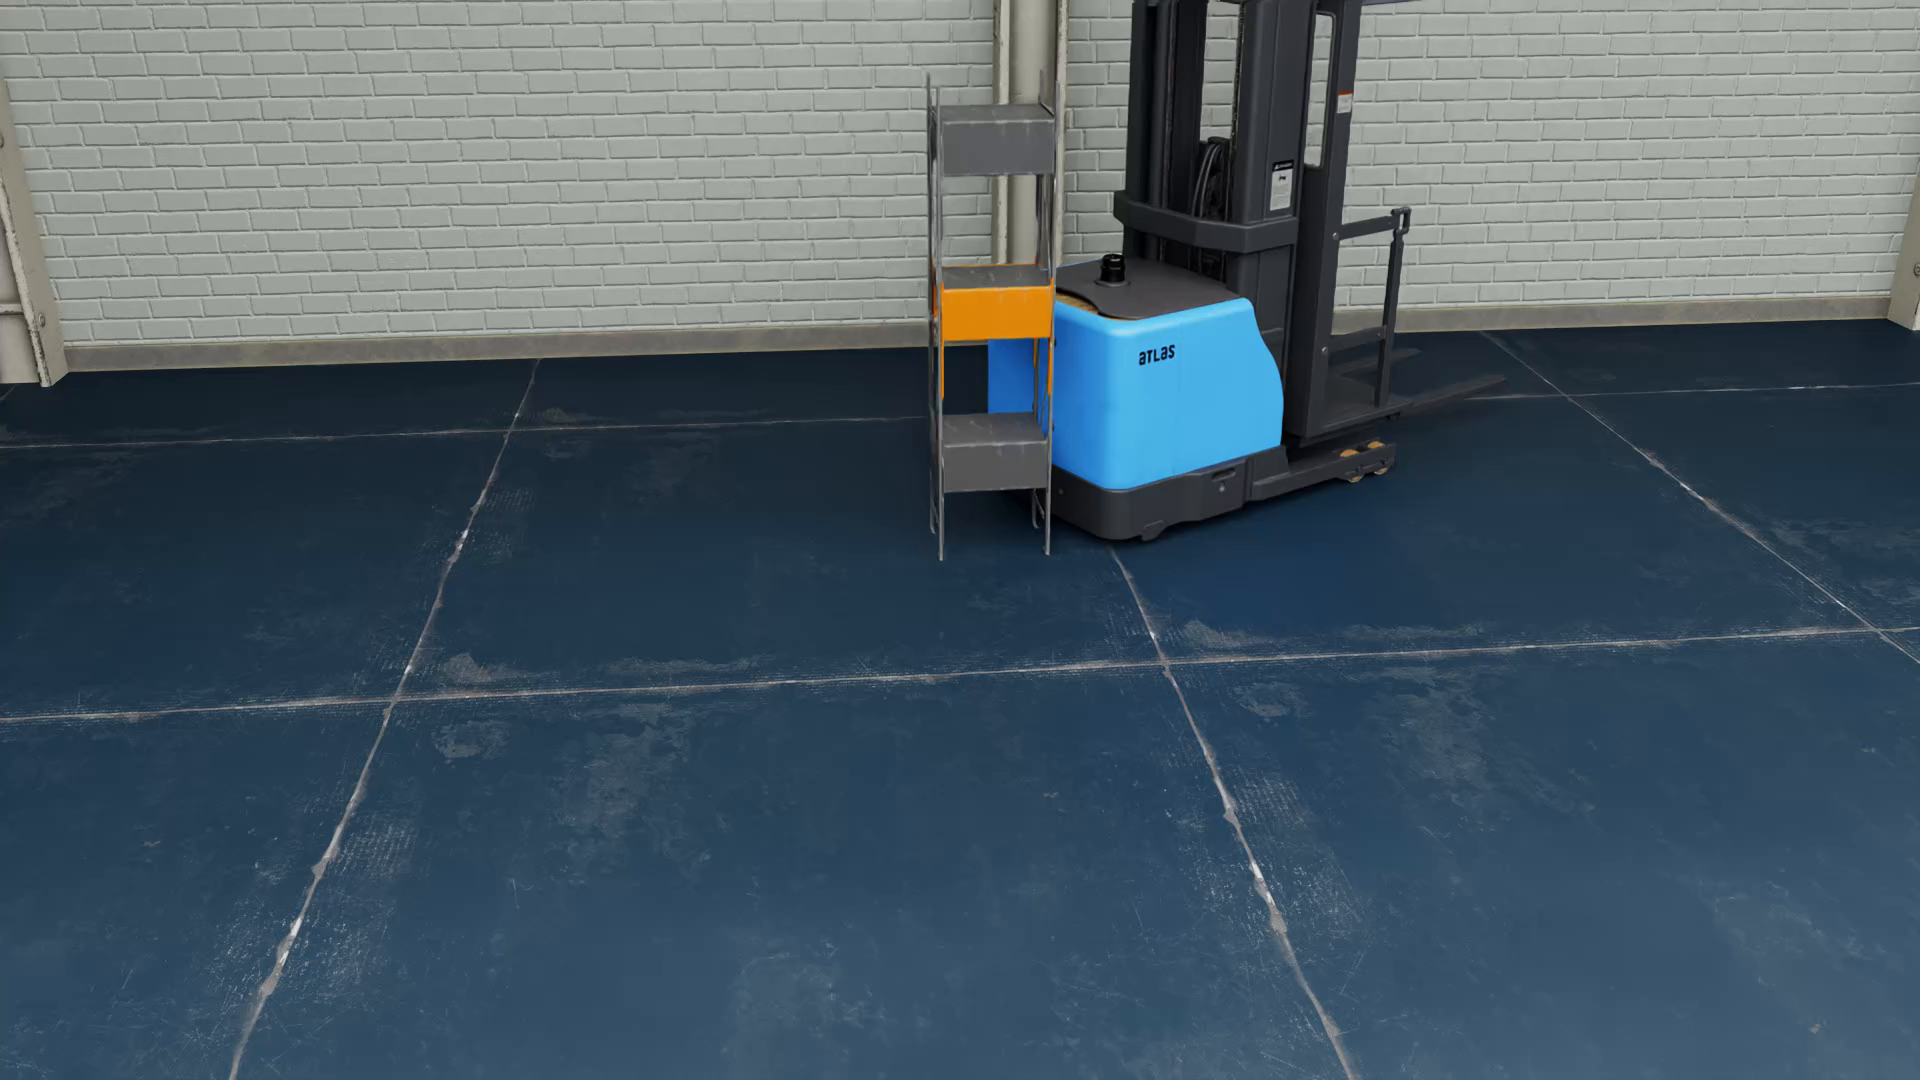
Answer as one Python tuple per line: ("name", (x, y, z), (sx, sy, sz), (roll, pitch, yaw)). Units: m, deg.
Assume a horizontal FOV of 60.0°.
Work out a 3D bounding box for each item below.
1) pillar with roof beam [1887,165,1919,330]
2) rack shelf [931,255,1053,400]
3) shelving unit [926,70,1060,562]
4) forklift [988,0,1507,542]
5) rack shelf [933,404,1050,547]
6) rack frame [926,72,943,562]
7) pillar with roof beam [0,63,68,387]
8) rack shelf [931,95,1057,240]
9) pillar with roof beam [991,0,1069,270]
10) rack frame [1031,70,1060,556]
("pillar with roof beam", (6.802, -3.808, 5.239), (0.400, 9.000, 9.100), (-2, 24, -5))
("rack shelf", (0.132, -0.940, 7.314), (0.480, 0.518, 0.431), (-3, 24, -7))
("shelving unit", (0.132, -0.953, 7.308), (0.503, 2.100, 0.431), (-3, 24, -7))
("forklift", (1.614, -1.787, 8.161), (3.031, 2.935, 1.130), (-16, 29, -32))
("rack shelf", (0.132, -0.301, 7.598), (0.480, 0.518, 0.431), (-3, 24, -7))
("rack frame", (-0.110, -0.940, 7.280), (0.015, 2.100, 0.400), (-3, 24, -7))
("pillar with roof beam", (-5.140, -3.329, 4.161), (0.400, 9.000, 9.100), (-2, 24, -5))
("rack shelf", (0.132, -1.580, 7.030), (0.480, 0.518, 0.431), (-3, 24, -7))
("pillar with roof beam", (0.831, -3.569, 4.700), (0.400, 9.000, 9.100), (-2, 24, -5))
("rack frame", (0.374, -0.965, 7.337), (0.015, 2.100, 0.400), (-3, 24, -7))
